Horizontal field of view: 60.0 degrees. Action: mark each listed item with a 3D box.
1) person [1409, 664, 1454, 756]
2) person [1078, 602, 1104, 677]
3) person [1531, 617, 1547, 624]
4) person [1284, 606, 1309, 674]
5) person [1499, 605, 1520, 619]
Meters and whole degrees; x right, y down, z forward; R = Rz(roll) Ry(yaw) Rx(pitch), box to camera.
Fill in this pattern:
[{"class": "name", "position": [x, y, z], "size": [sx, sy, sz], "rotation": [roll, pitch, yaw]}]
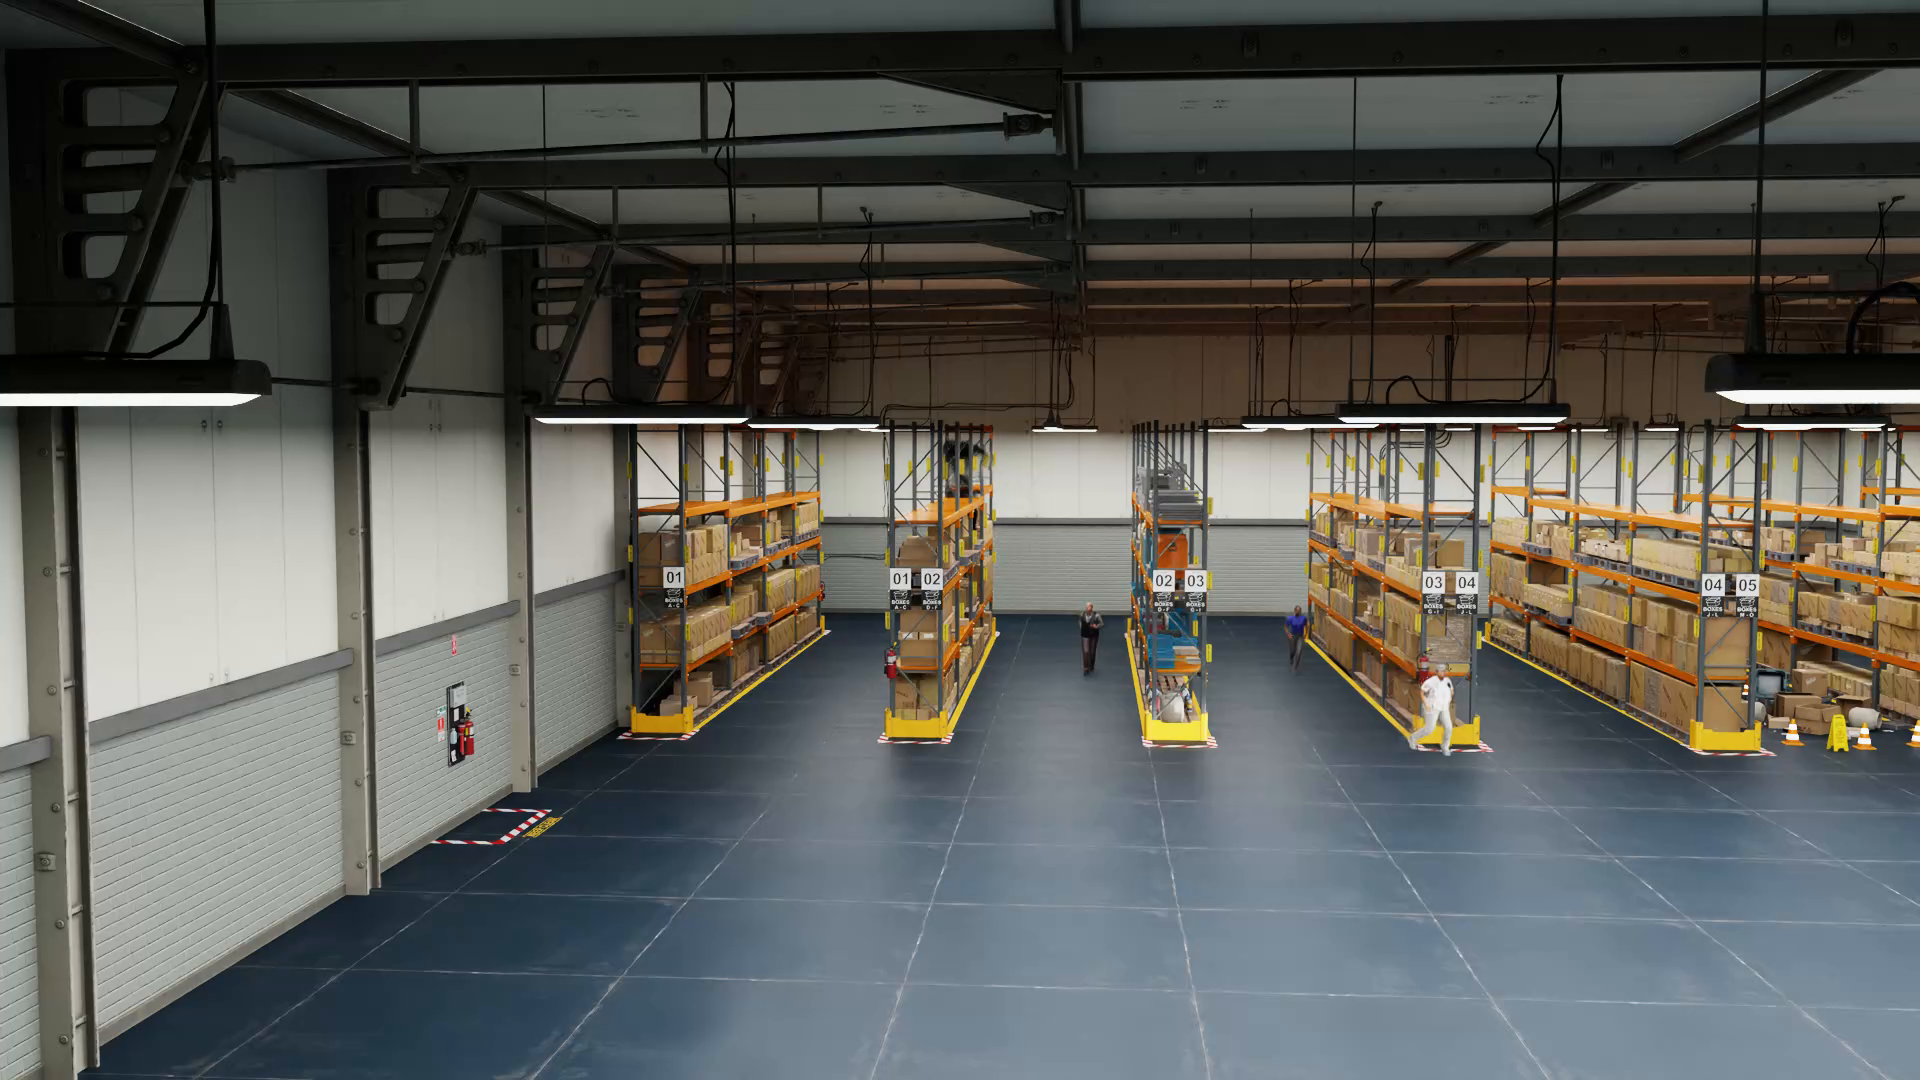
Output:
[{"class": "person", "position": [8.525, 3.053, 29.871], "size": [0.820, 1.667, 0.612], "rotation": [-1, 4, -21]}, {"class": "person", "position": [3.117, 2.352, 39.648], "size": [0.641, 1.748, 0.893], "rotation": [1, 4, 11]}, {"class": "person", "position": [16.342, 1.930, 46.870], "size": [0.784, 1.711, 0.675], "rotation": [3, 5, 44]}, {"class": "person", "position": [8.134, 2.386, 40.187], "size": [0.598, 1.627, 0.679], "rotation": [0, 4, 0]}, {"class": "person", "position": [15.829, 1.844, 47.828], "size": [0.784, 1.799, 0.636], "rotation": [-2, 4, -26]}]
